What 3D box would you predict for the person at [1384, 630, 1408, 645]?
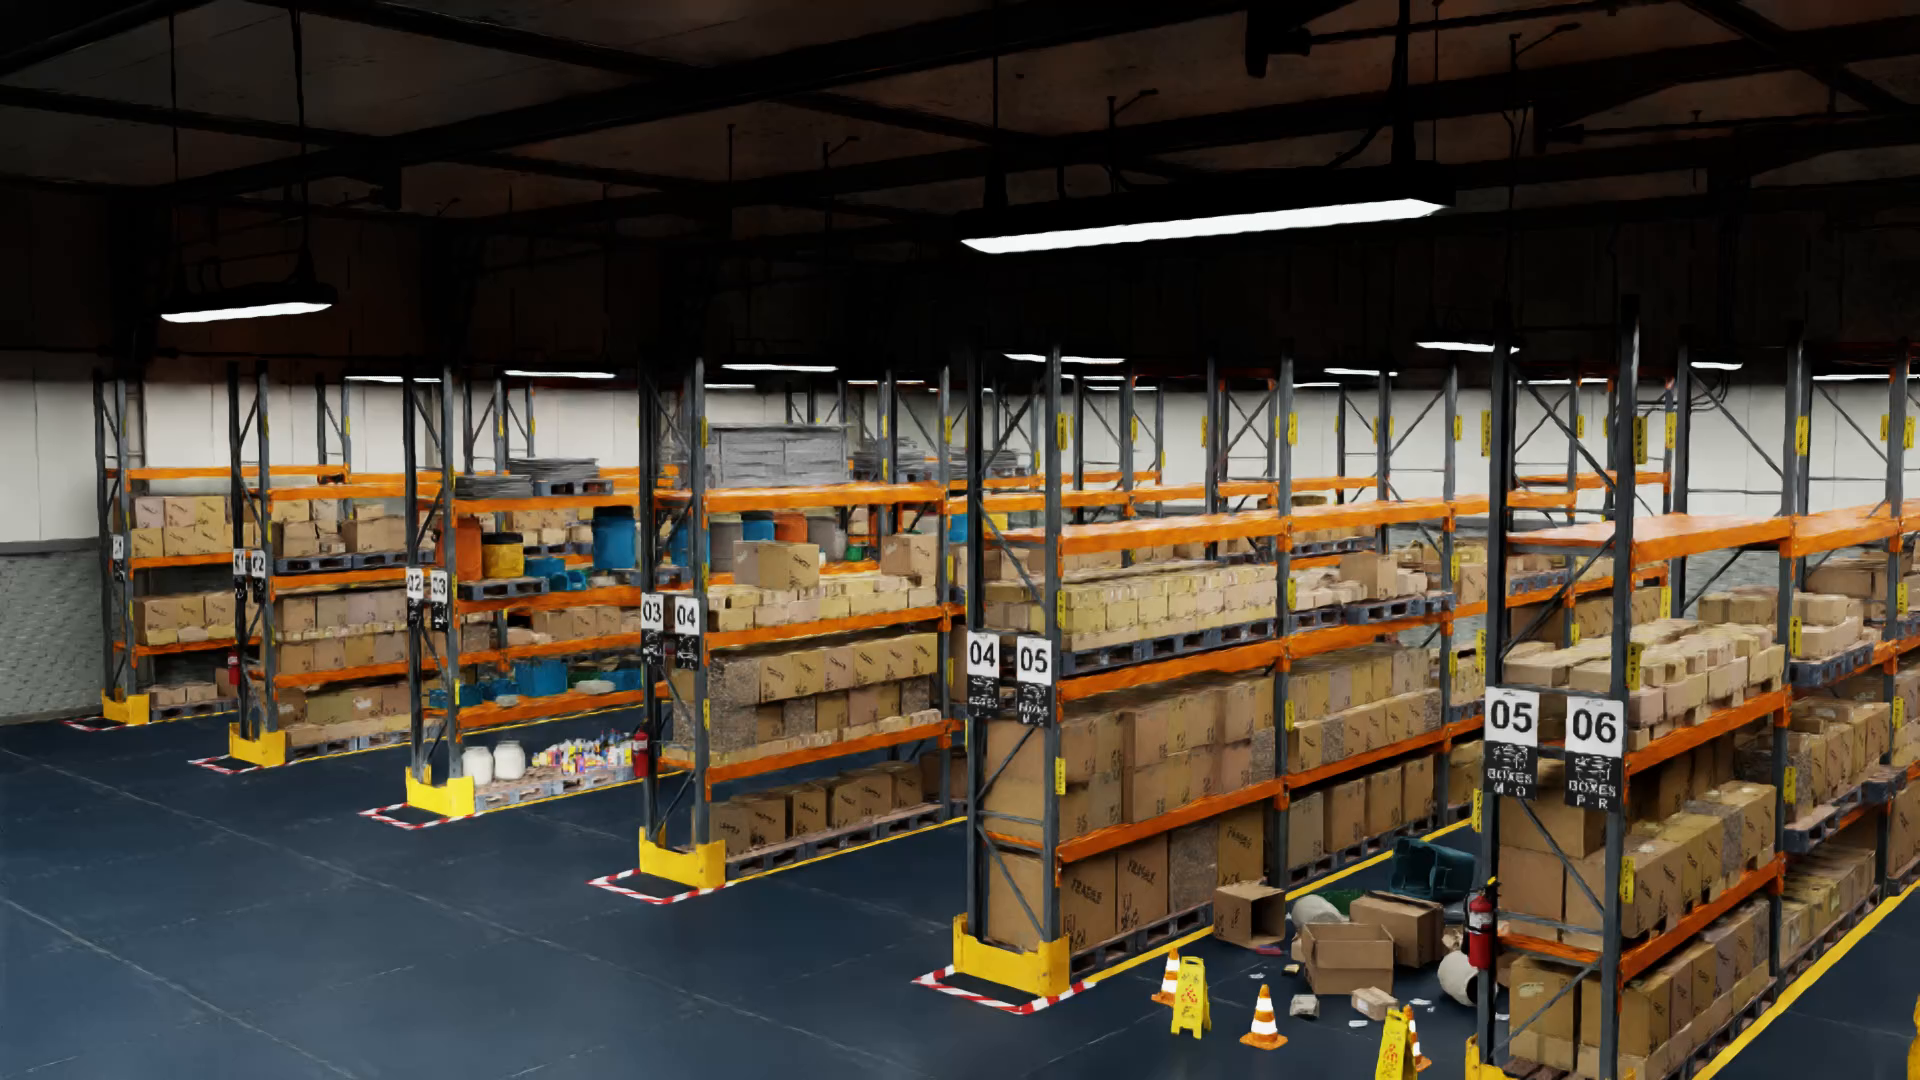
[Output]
[{"bbox_3d":[7.179,2.282,27.534,0.721,1.709,0.930,3,5,38],"label":"person"}]
